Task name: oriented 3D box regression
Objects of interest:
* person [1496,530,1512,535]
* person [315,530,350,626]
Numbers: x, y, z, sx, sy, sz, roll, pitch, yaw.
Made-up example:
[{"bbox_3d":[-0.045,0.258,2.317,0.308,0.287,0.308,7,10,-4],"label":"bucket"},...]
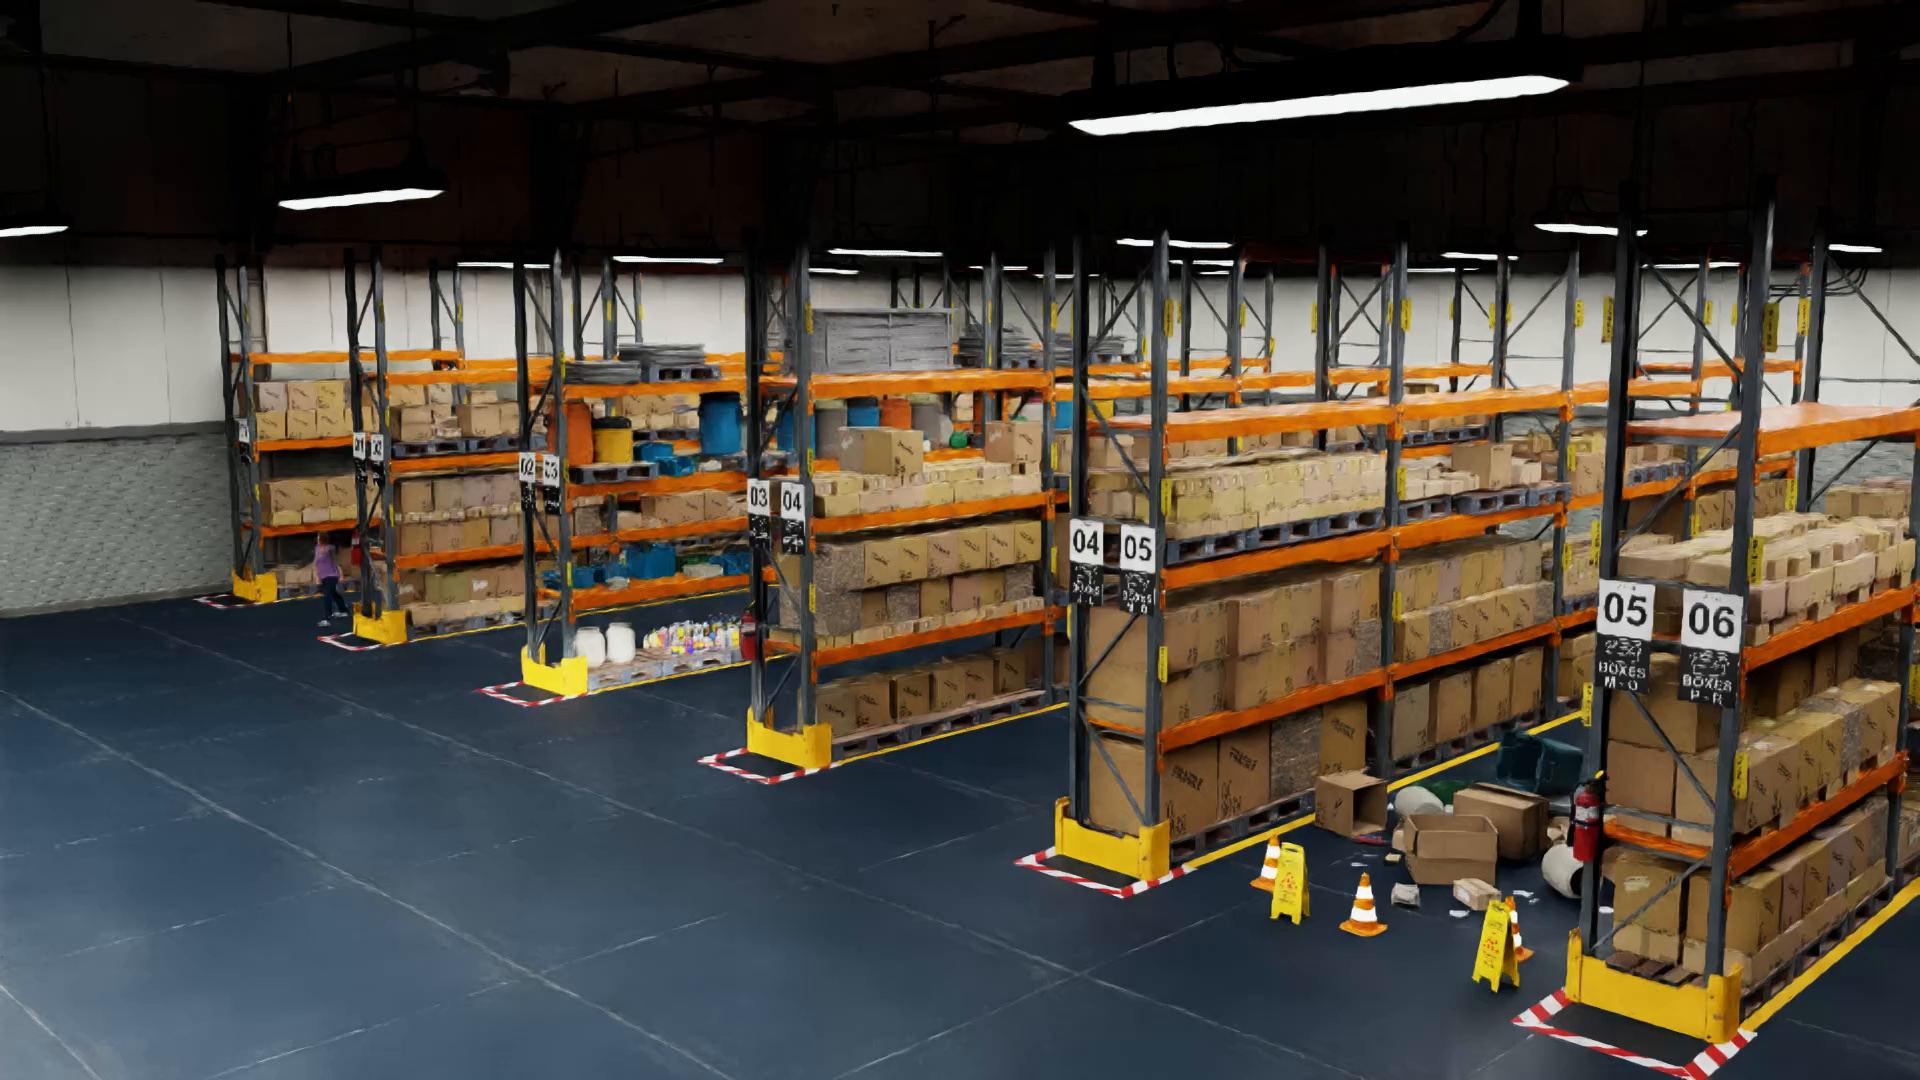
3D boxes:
[{"bbox_3d":[8.186,0.716,25.251,0.668,1.744,0.591,-3,9,-23],"label":"person"},{"bbox_3d":[-10.239,0.585,26.981,0.454,1.532,0.881,3,9,23],"label":"person"}]
